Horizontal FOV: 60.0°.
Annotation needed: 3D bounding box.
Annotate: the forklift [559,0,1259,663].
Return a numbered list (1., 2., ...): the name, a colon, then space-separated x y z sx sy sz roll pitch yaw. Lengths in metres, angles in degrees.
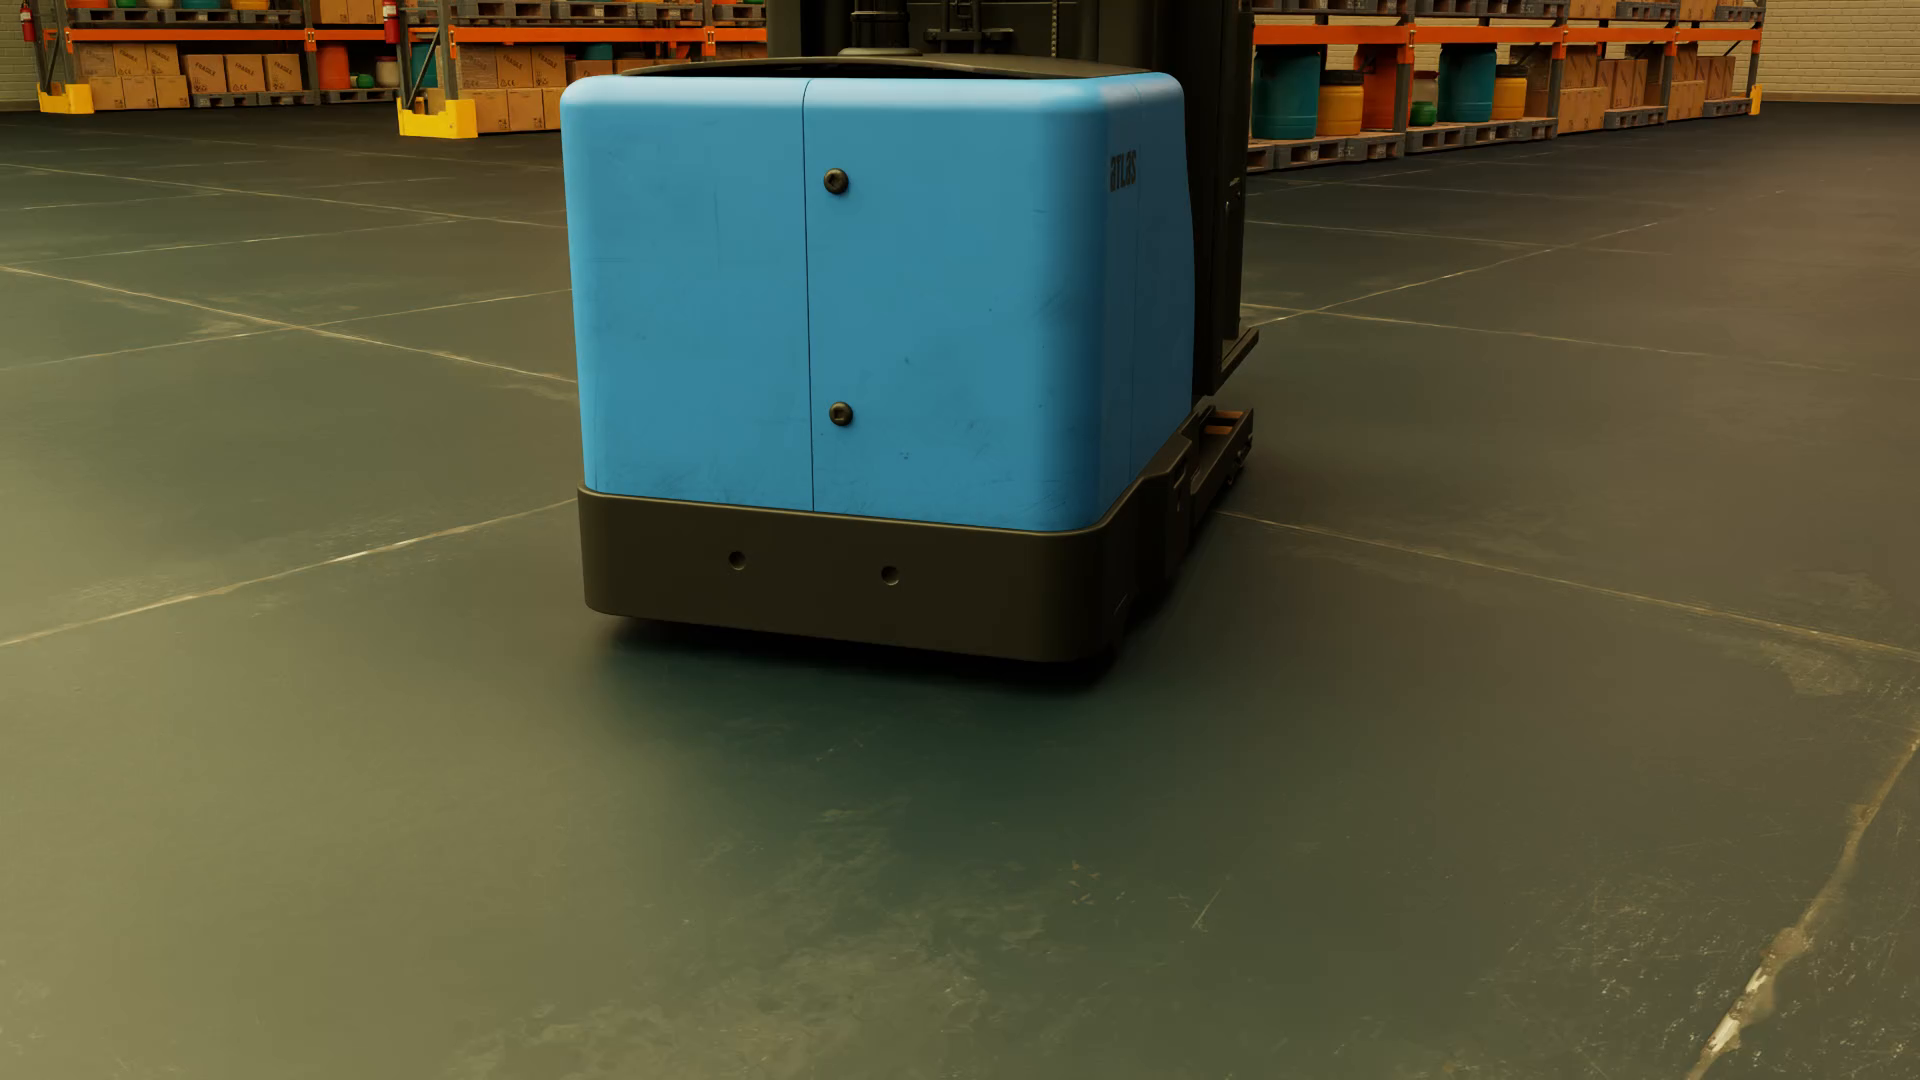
1. forklift: 0.182 -1.571 4.072 1.130 2.935 3.031 5 18 17
